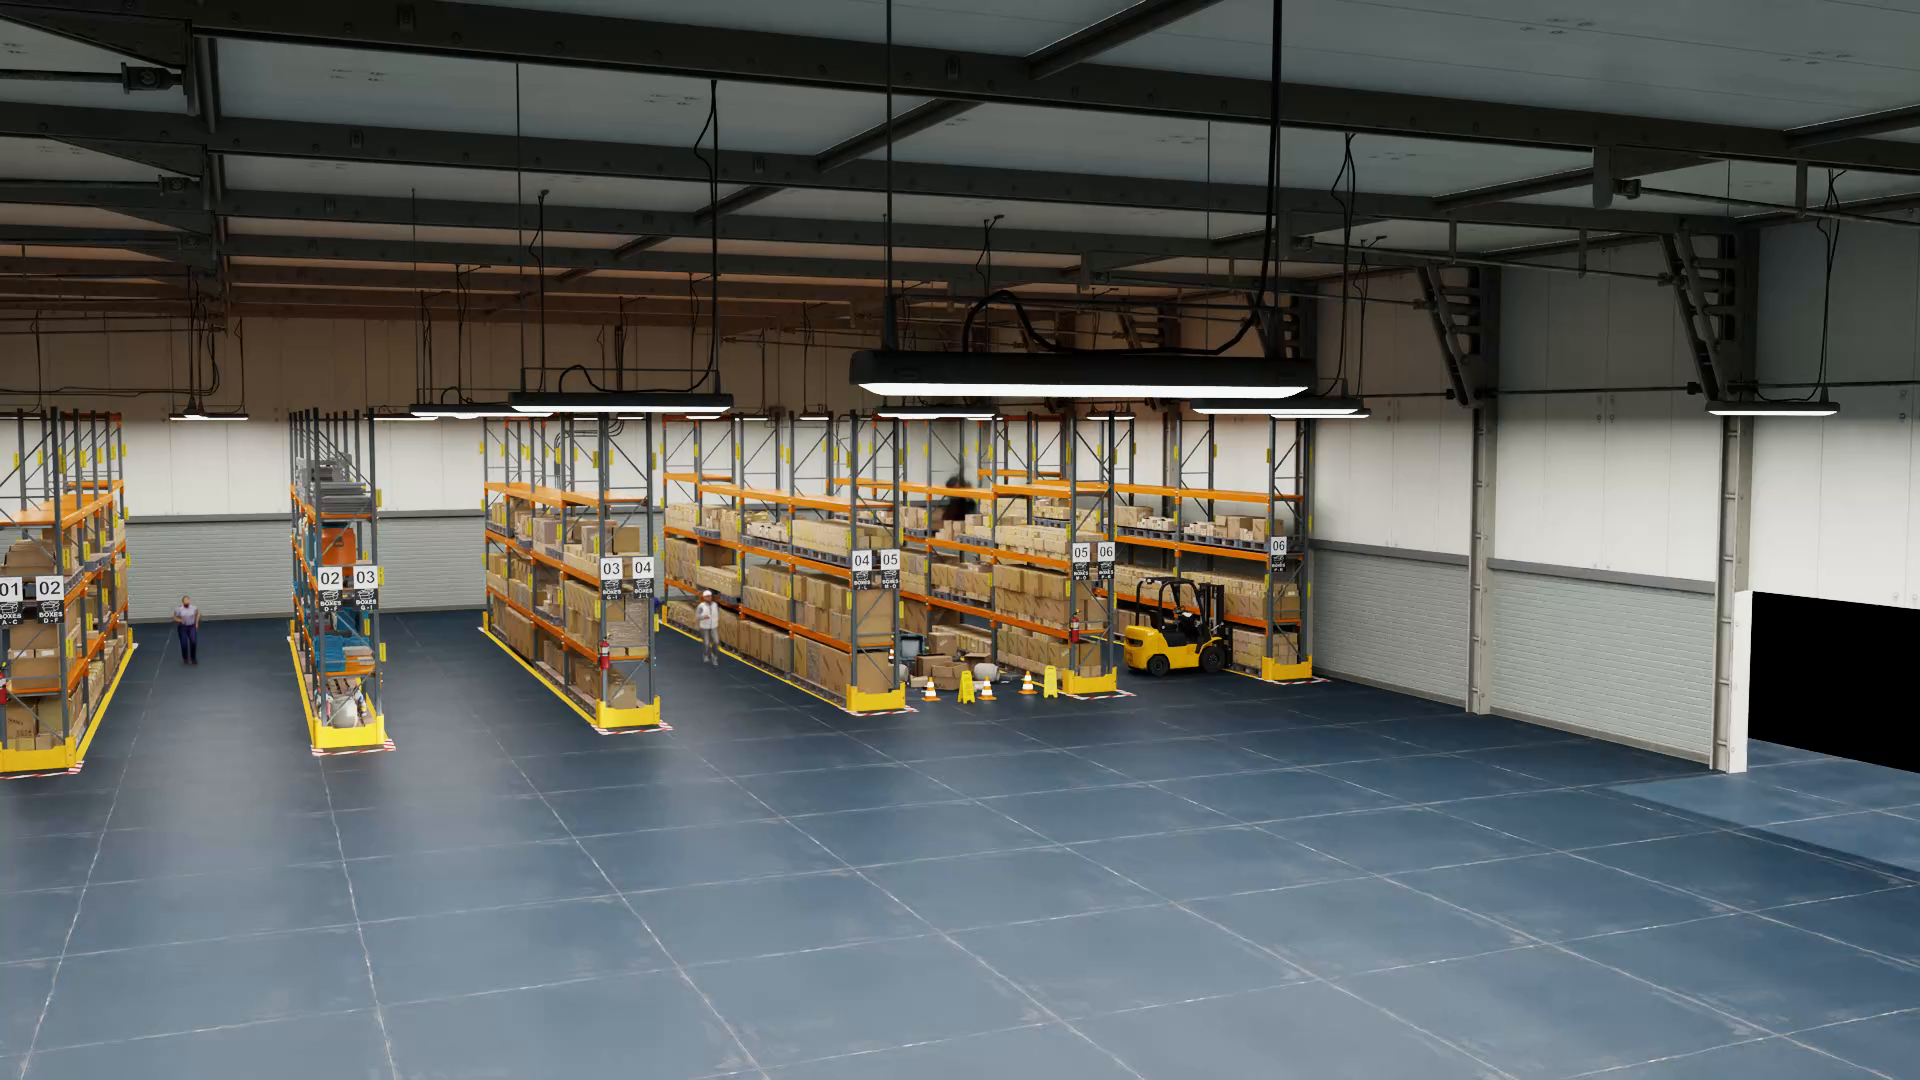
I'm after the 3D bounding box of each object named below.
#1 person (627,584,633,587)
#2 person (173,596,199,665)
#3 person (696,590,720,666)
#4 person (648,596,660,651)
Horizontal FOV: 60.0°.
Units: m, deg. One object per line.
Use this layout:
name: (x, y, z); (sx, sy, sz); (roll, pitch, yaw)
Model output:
person: (-9.615, 1.543, 47.147); (0.800, 1.782, 0.906); (0, 4, -2)
person: (-18.337, 2.161, 39.441); (0.593, 1.682, 0.707); (-2, 5, -28)
person: (-5.935, 2.095, 39.341); (0.635, 1.822, 0.753); (-2, 4, -21)
person: (-7.823, 1.989, 41.917); (0.562, 1.598, 0.581); (-2, 4, -25)
